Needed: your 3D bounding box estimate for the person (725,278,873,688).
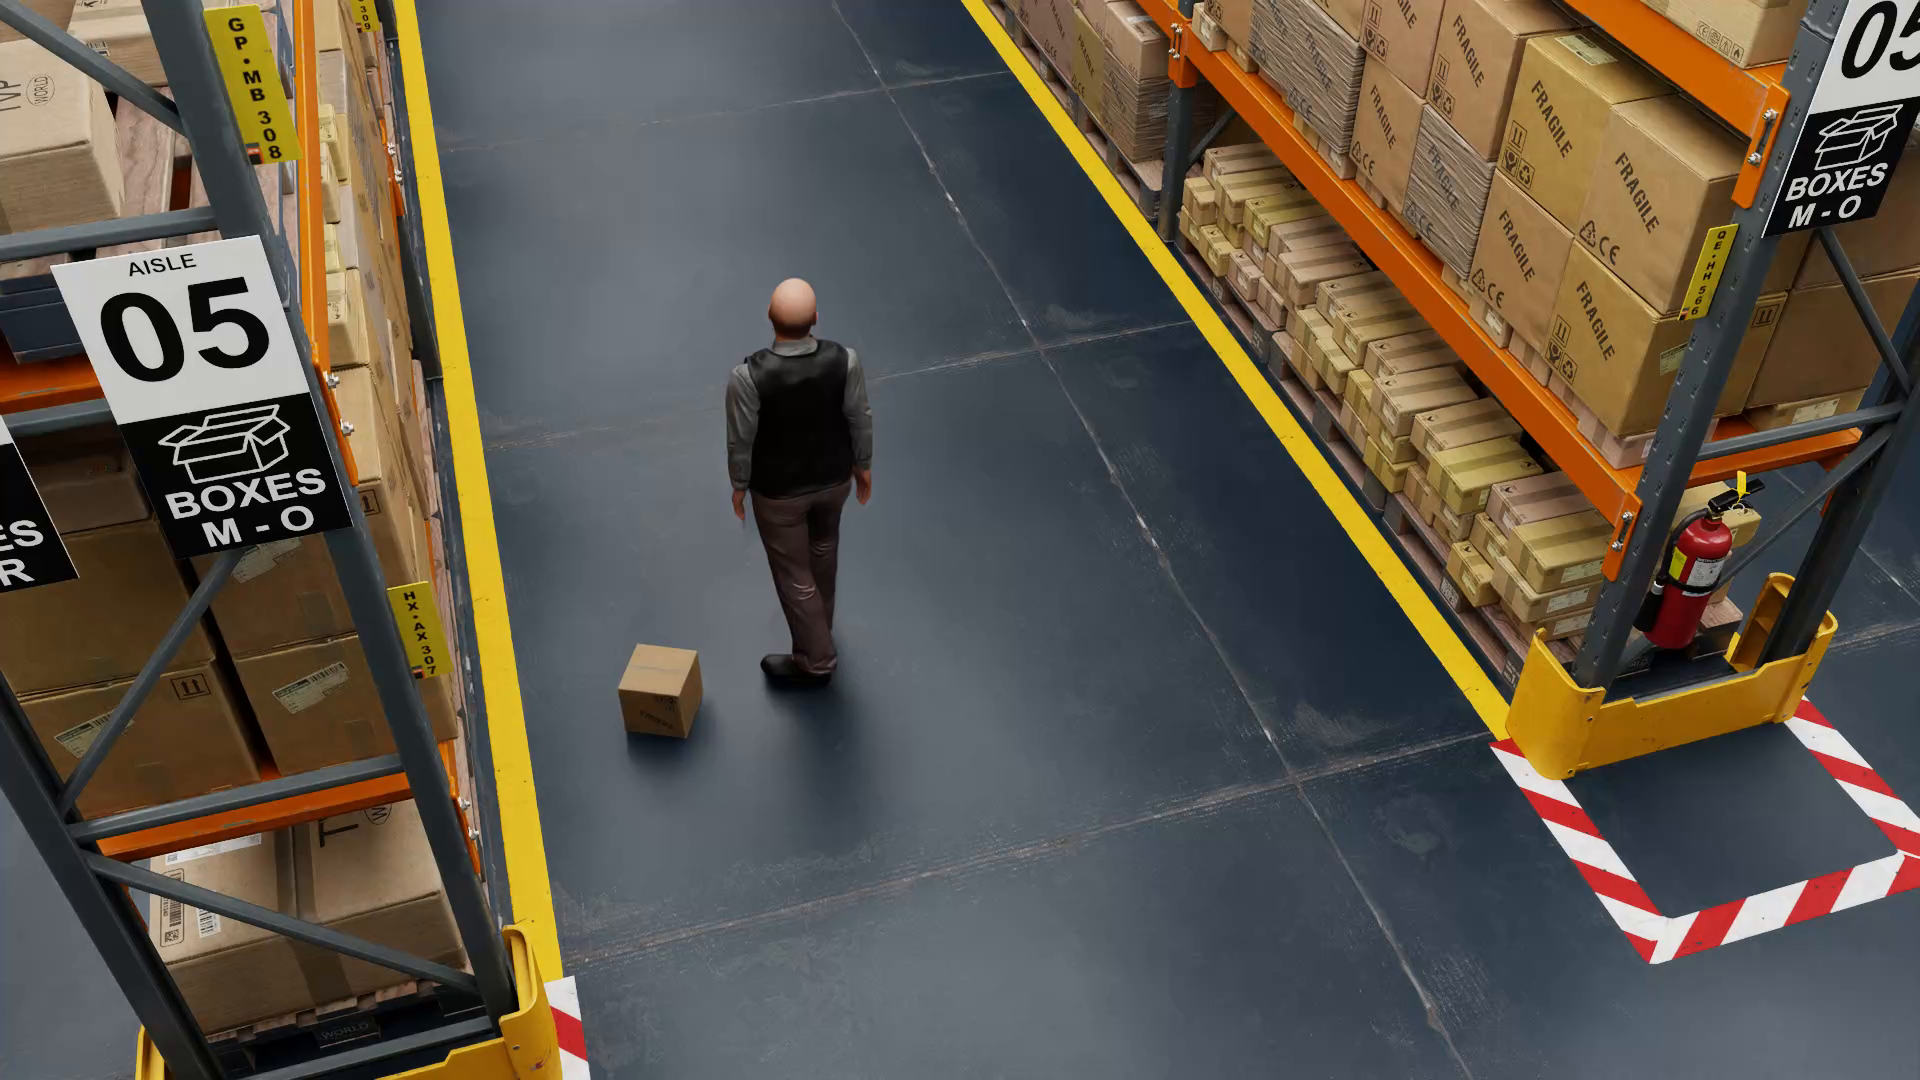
[{"bbox_3d":[-0.598,-0.212,6.421,0.571,1.711,0.590,-18,45,-19],"label":"person"}]
